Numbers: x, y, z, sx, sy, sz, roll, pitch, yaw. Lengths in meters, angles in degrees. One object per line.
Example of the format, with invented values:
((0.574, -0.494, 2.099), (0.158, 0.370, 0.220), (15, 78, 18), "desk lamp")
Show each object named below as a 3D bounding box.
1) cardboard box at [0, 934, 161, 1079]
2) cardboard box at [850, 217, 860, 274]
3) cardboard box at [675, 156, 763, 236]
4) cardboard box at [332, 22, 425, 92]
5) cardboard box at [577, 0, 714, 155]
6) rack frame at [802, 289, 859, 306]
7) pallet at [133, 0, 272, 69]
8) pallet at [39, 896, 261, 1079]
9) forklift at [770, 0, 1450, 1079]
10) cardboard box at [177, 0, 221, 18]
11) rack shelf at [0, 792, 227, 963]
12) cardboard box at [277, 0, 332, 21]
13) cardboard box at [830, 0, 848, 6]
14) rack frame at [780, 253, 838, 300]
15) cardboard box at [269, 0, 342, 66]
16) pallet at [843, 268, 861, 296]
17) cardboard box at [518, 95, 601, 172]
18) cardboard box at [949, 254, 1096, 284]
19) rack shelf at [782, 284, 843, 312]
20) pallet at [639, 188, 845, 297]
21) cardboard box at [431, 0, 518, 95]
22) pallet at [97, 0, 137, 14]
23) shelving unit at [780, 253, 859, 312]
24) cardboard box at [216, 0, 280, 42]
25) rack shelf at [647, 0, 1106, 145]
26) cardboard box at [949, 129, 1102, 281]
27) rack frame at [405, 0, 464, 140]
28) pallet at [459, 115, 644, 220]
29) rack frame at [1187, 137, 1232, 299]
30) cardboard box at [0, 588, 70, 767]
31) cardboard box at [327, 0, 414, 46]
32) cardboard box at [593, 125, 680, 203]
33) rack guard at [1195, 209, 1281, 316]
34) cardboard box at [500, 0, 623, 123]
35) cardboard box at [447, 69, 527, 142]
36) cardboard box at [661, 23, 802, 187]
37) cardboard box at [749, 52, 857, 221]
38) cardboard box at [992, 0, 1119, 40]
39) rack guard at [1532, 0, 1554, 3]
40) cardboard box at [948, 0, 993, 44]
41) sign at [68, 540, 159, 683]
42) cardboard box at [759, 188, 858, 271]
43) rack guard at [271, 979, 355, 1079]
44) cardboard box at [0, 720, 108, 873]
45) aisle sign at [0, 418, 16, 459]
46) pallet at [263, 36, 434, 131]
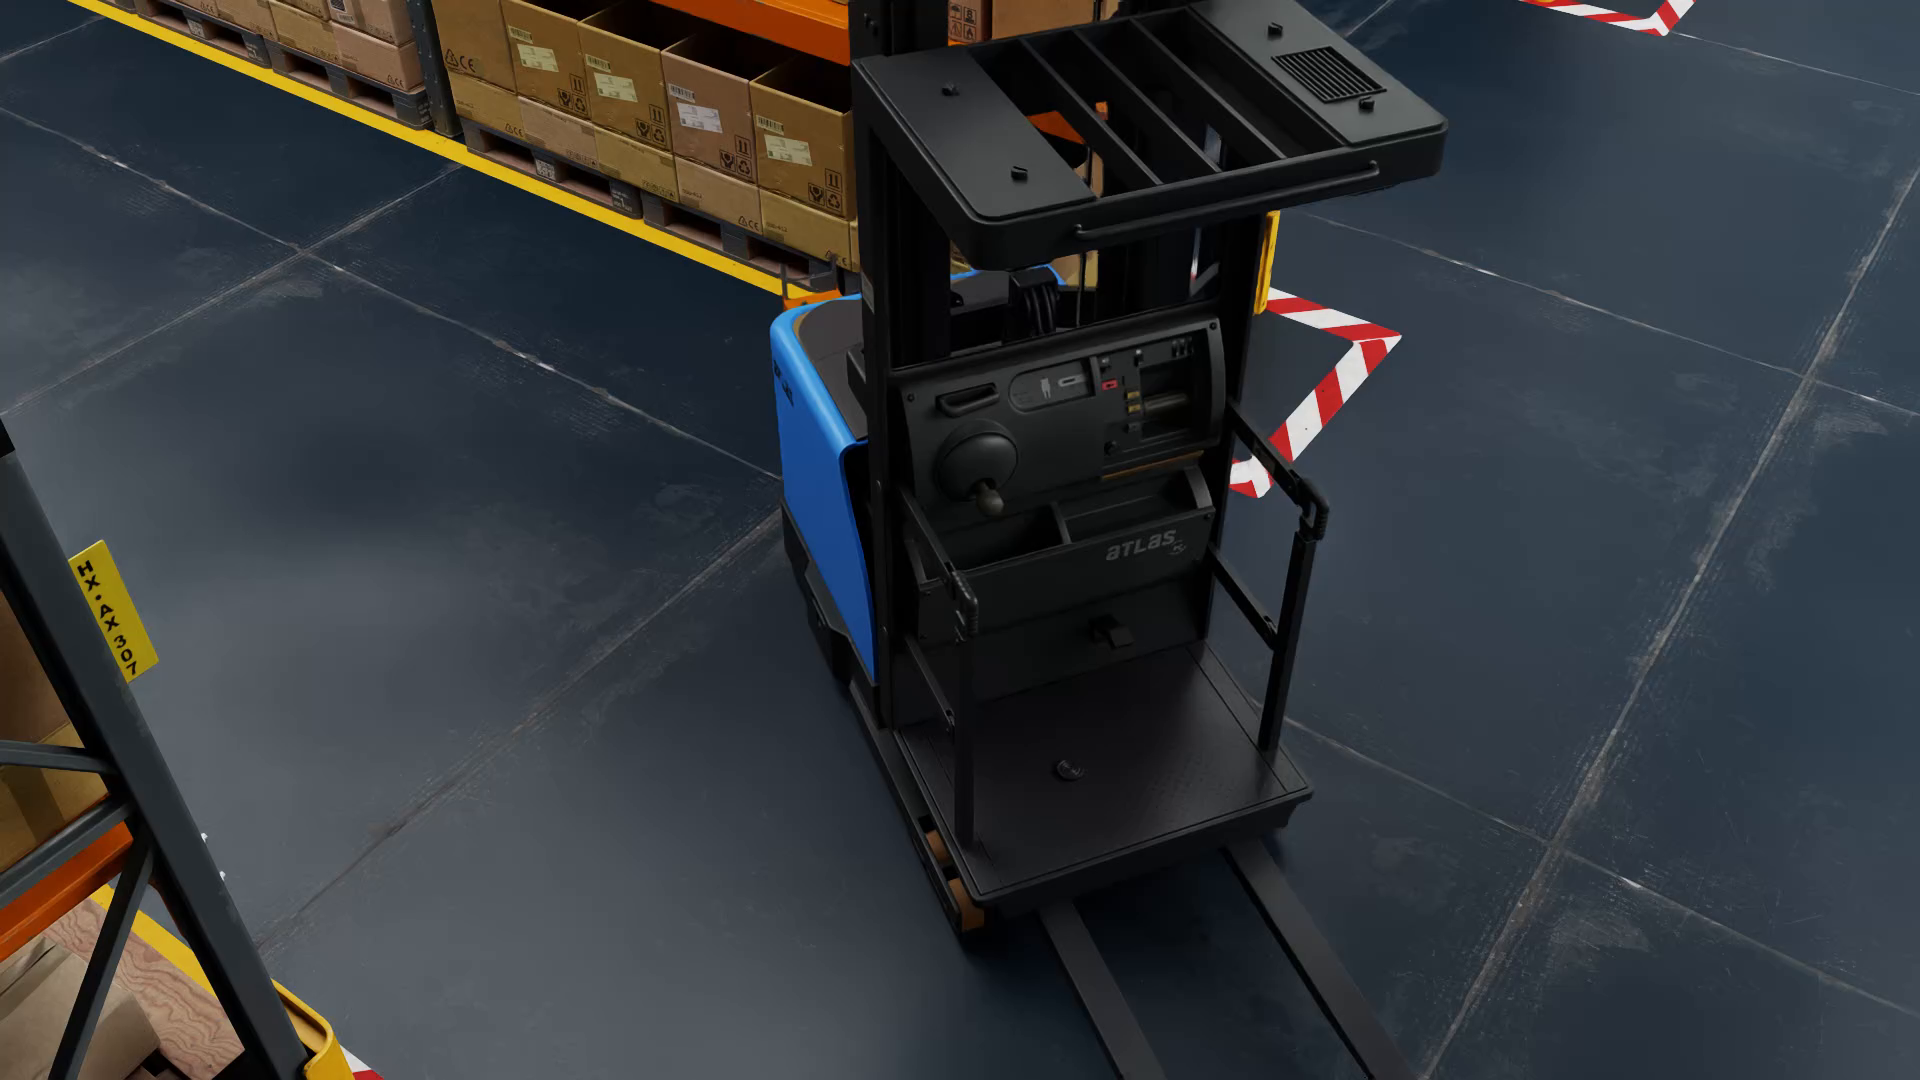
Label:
((-2.457, 1.290, 4.245), (0.500, 0.311, 0.500), (20, 46, 21), "cardboard box")
((-0.126, -1.300, 7.201), (0.500, 0.250, 0.500), (25, 48, 25), "cardboard box")
((-0.945, -1.683, 7.629), (0.500, 0.250, 0.500), (25, 48, 25), "cardboard box")
((-2.882, -2.603, 8.657), (0.500, 0.250, 0.500), (25, 47, 25), "cardboard box")
((-1.357, -2.151, 7.589), (0.500, 0.500, 0.500), (25, 48, 25), "cardboard box")
((-0.436, -0.429, 5.943), (0.200, 1.050, 0.008), (-15, 44, -16), "rack frame")
((-4.004, -3.159, 9.623), (1.213, 0.211, 1.003), (25, 48, 25), "pallet")
((-2.649, 1.446, 4.476), (1.213, 0.211, 1.003), (25, 48, 25), "pallet")
((0.372, -0.252, 4.333), (1.130, 2.935, 3.031), (-15, 44, -16), "forklift")
((-4.130, -3.189, 9.312), (0.500, 0.250, 0.500), (26, 48, 26), "cardboard box")
((-3.580, 0.269, 4.240), (4.000, 0.370, 1.077), (25, 48, 25), "rack shelf")
((-3.302, -3.006, 8.687), (0.500, 0.311, 0.500), (26, 48, 26), "cardboard box")
((-0.312, -2.554, 6.780), (0.500, 0.500, 0.700), (25, 48, 26), "cardboard box")
((-0.526, -0.581, 6.112), (0.200, 1.050, 0.008), (-15, 44, -16), "rack frame")
((-3.295, -2.798, 8.875), (0.500, 0.250, 0.500), (24, 47, 25), "cardboard box")
((0.249, -1.170, 7.400), (1.213, 0.211, 1.003), (25, 48, 25), "pallet")
((-1.764, -2.066, 8.056), (0.500, 0.250, 0.500), (25, 48, 25), "cardboard box")
((0.290, -1.115, 6.994), (0.500, 0.250, 0.500), (25, 48, 25), "cardboard box")
((-0.481, -0.709, 5.845), (0.215, 0.259, 0.240), (-15, 44, -16), "rack shelf")
((-0.746, -1.638, 7.922), (1.213, 0.211, 1.003), (25, 48, 25), "pallet")
((-2.176, -2.534, 8.017), (0.500, 0.500, 0.500), (25, 48, 25), "cardboard box")
((-4.999, -3.627, 10.145), (1.213, 0.211, 1.003), (25, 48, 25), "pallet")
((-0.481, -0.505, 6.027), (0.215, 1.050, 0.252), (-15, 44, -16), "shelving unit")
((-3.714, -2.994, 9.093), (0.500, 0.250, 0.500), (26, 48, 26), "cardboard box")
((-0.738, -2.437, 7.264), (4.000, 0.370, 1.077), (25, 48, 25), "rack shelf")
((0.289, -1.394, 6.743), (0.500, 0.500, 0.500), (25, 48, 25), "cardboard box")
((-2.376, -3.471, 7.880), (0.127, 3.000, 1.000), (25, 48, 25), "rack frame")
((-1.749, -2.105, 8.444), (1.213, 0.211, 1.003), (25, 48, 25), "pallet")
((0.899, -1.940, 6.168), (0.127, 3.000, 1.000), (25, 48, 25), "rack frame")
((-2.160, 0.188, 3.325), (0.500, 0.500, 0.500), (25, 48, 25), "cardboard box")
((-2.872, -2.810, 8.468), (0.500, 0.311, 0.500), (25, 48, 25), "cardboard box")
((-1.357, -1.871, 7.839), (0.500, 0.250, 0.500), (25, 48, 25), "cardboard box")
((0.919, -0.999, 6.991), (0.348, 0.500, 1.175), (25, 48, 25), "rack guard")
((-1.762, -2.347, 7.808), (0.500, 0.500, 0.500), (25, 48, 25), "cardboard box")
((-2.170, -2.260, 8.273), (0.500, 0.250, 0.500), (25, 48, 25), "cardboard box")
((-0.947, -1.961, 7.377), (0.500, 0.500, 0.500), (25, 48, 25), "cardboard box")
((-0.538, -1.769, 7.162), (0.500, 0.500, 0.500), (25, 48, 25), "cardboard box")
((0.524, -2.163, 6.342), (0.500, 0.500, 0.700), (25, 48, 25), "cardboard box")
((3.657, -3.714, 10.026), (0.348, 0.500, 1.175), (25, 48, 25), "rack guard")
((0.092, -2.361, 6.564), (0.500, 0.500, 0.700), (26, 48, 26), "cardboard box")
((-1.631, 0.147, 3.187), (0.005, 0.325, 0.100), (25, 48, 25), "sign")
((-0.536, -1.491, 7.414), (0.500, 0.250, 0.500), (25, 48, 25), "cardboard box")
((-2.004, 1.669, 4.010), (0.348, 0.500, 1.175), (25, 48, 25), "rack guard")
((-2.159, 0.455, 3.590), (0.500, 0.250, 0.500), (24, 47, 24), "cardboard box")
((-1.711, -0.339, 2.430), (0.004, 0.787, 0.394), (25, 48, 25), "aisle sign")
((-3.001, -2.693, 9.101), (1.213, 0.211, 1.003), (25, 48, 25), "pallet")
